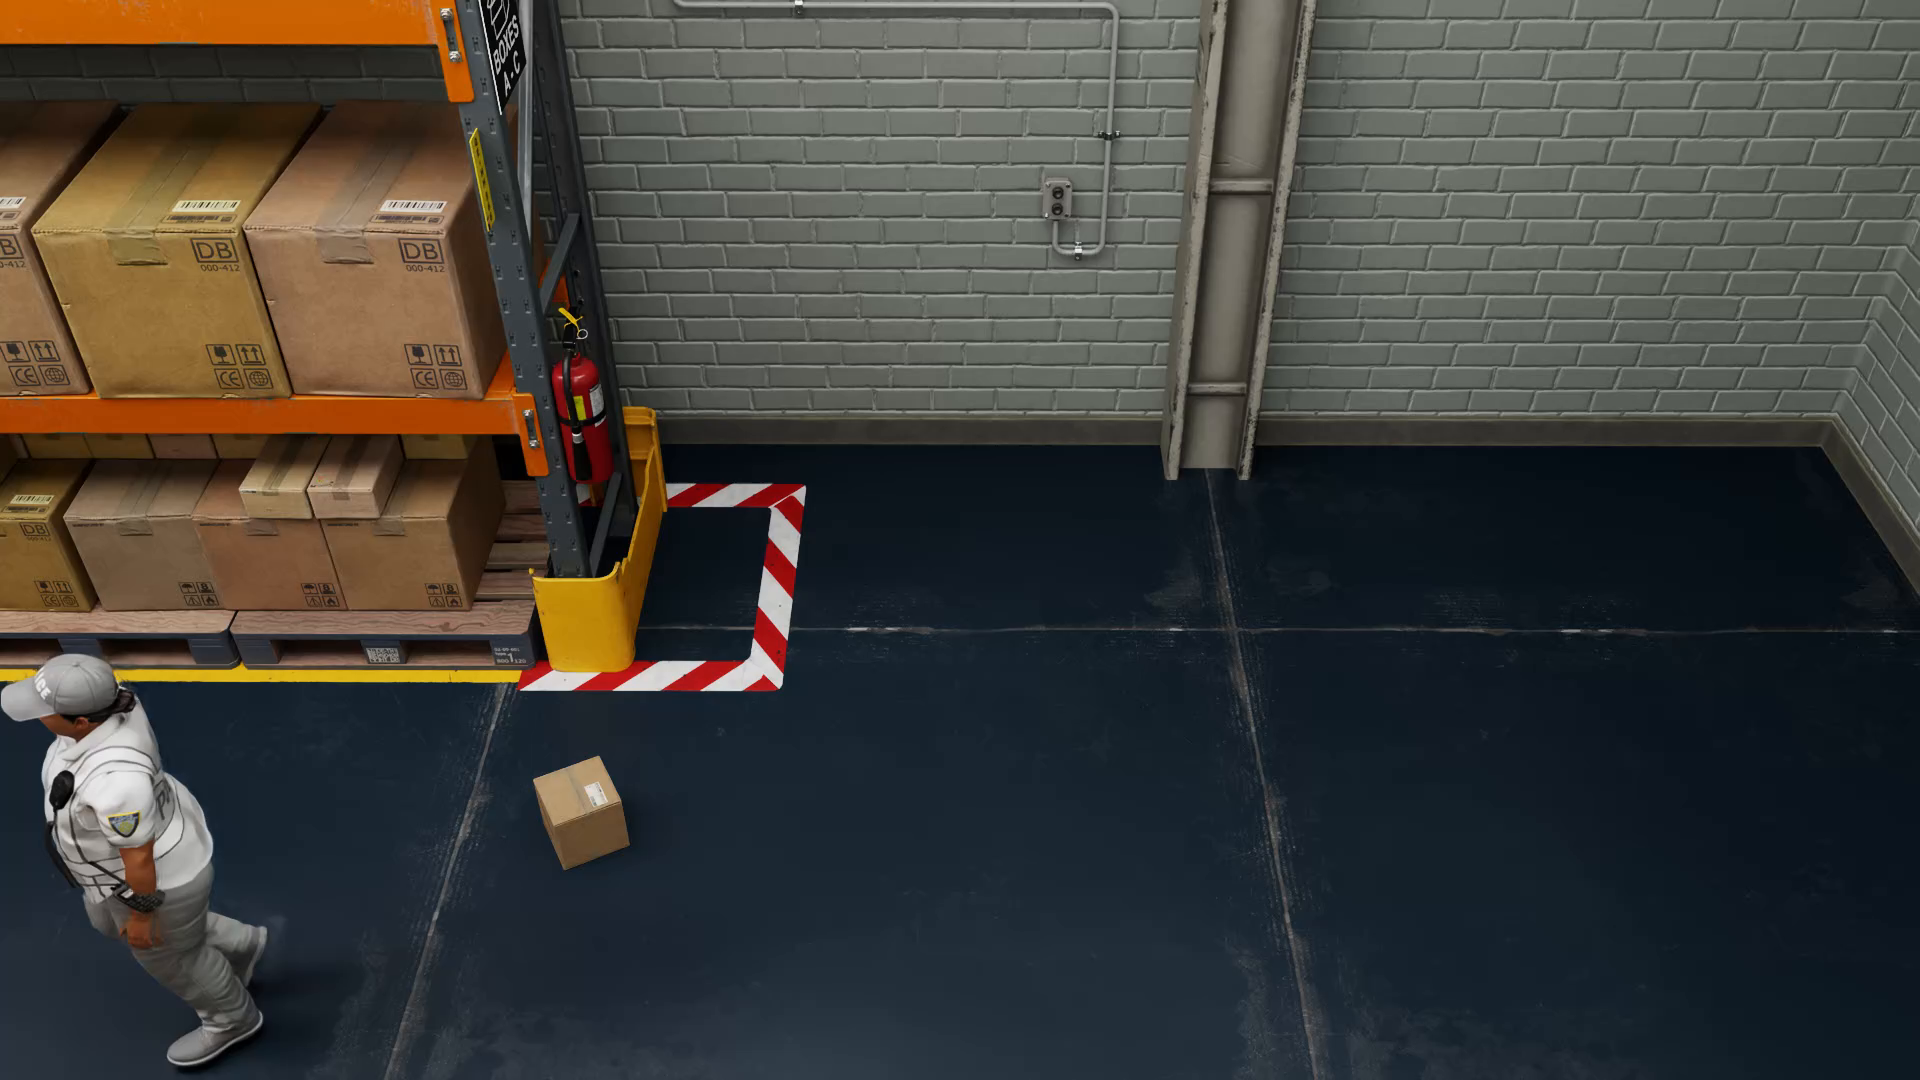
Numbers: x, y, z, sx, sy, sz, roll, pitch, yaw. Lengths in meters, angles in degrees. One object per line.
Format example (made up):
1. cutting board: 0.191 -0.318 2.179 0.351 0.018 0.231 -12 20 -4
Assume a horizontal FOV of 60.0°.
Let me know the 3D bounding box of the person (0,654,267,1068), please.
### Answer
1. person: -2.437 0.969 4.965 0.453 1.667 0.479 -19 44 -22
